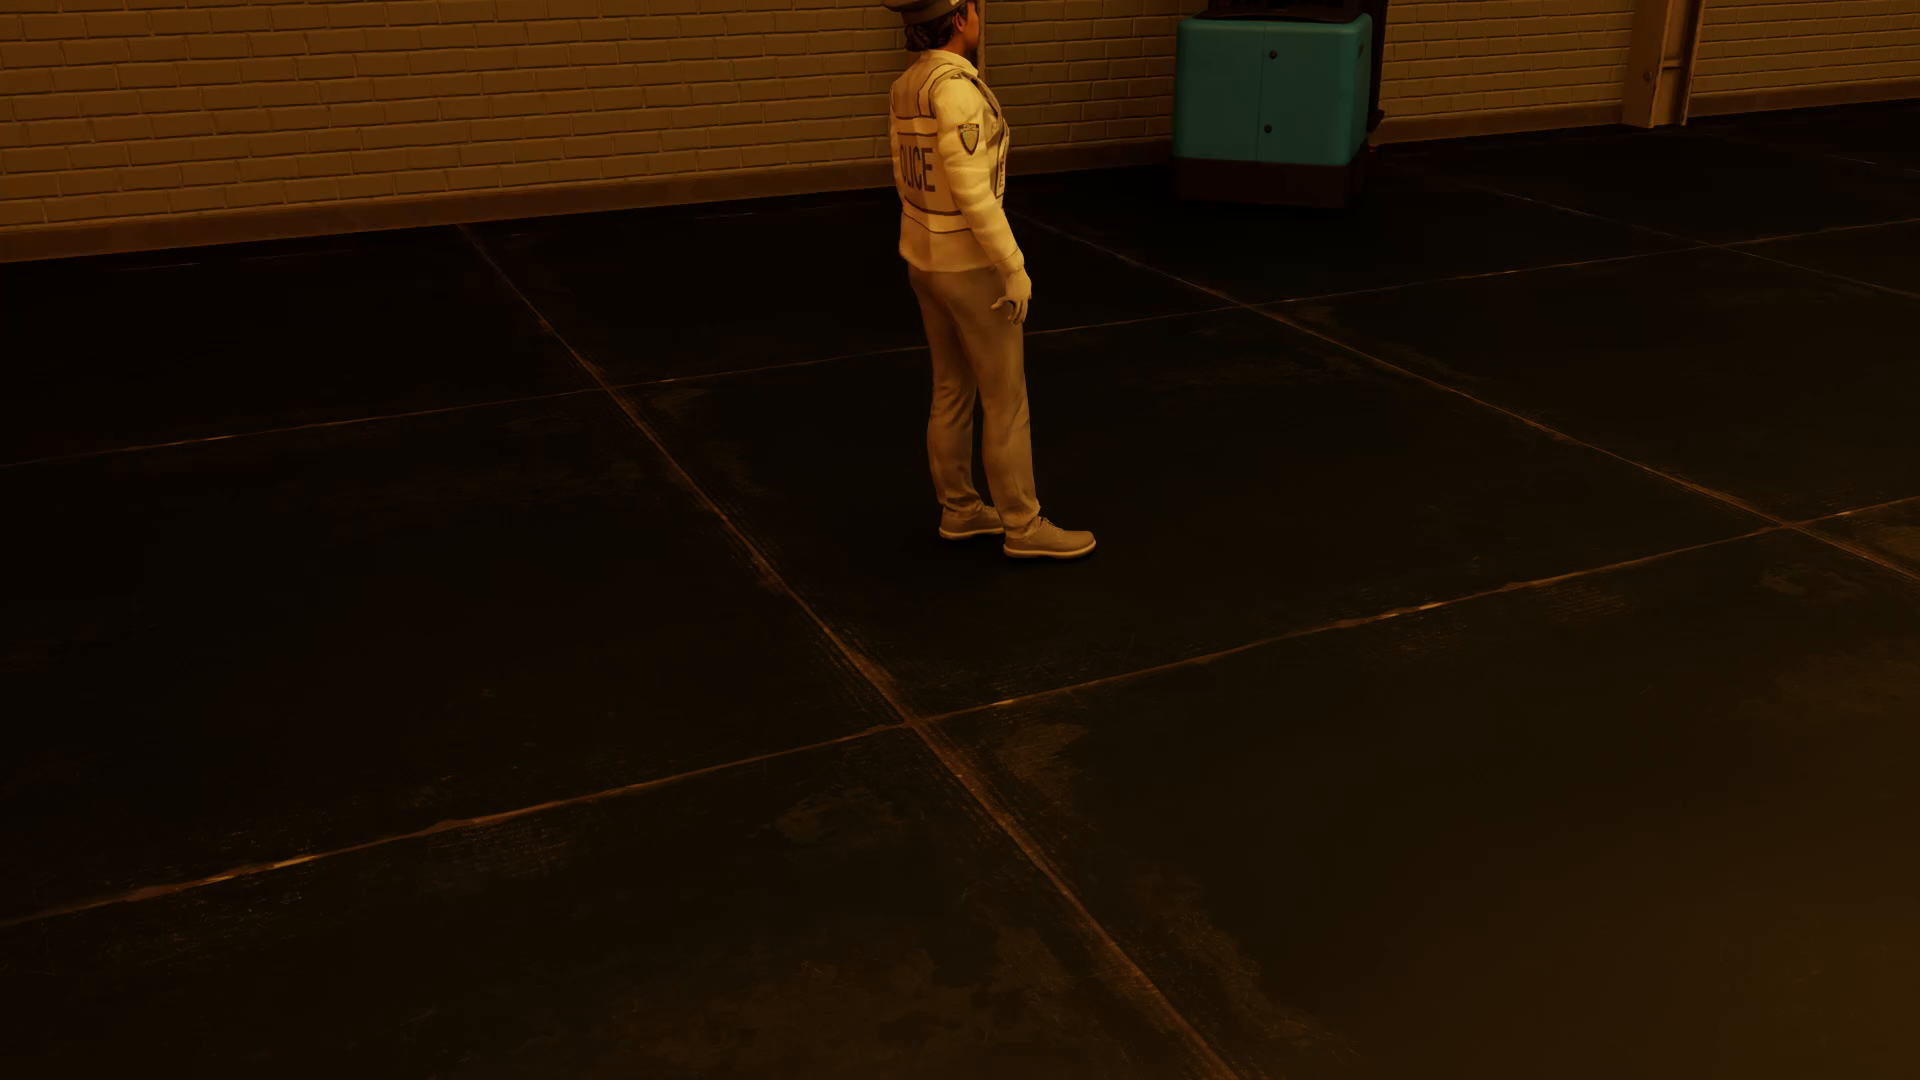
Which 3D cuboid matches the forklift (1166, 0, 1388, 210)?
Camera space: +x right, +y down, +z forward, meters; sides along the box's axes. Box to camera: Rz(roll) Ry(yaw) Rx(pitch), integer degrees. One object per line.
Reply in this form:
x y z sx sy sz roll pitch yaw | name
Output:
2.161 -3.774 10.371 1.130 2.935 3.031 7 24 17 | forklift

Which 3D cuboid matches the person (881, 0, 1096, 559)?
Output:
0.066 -0.798 4.800 0.530 1.694 0.586 -10 25 -23 | person
